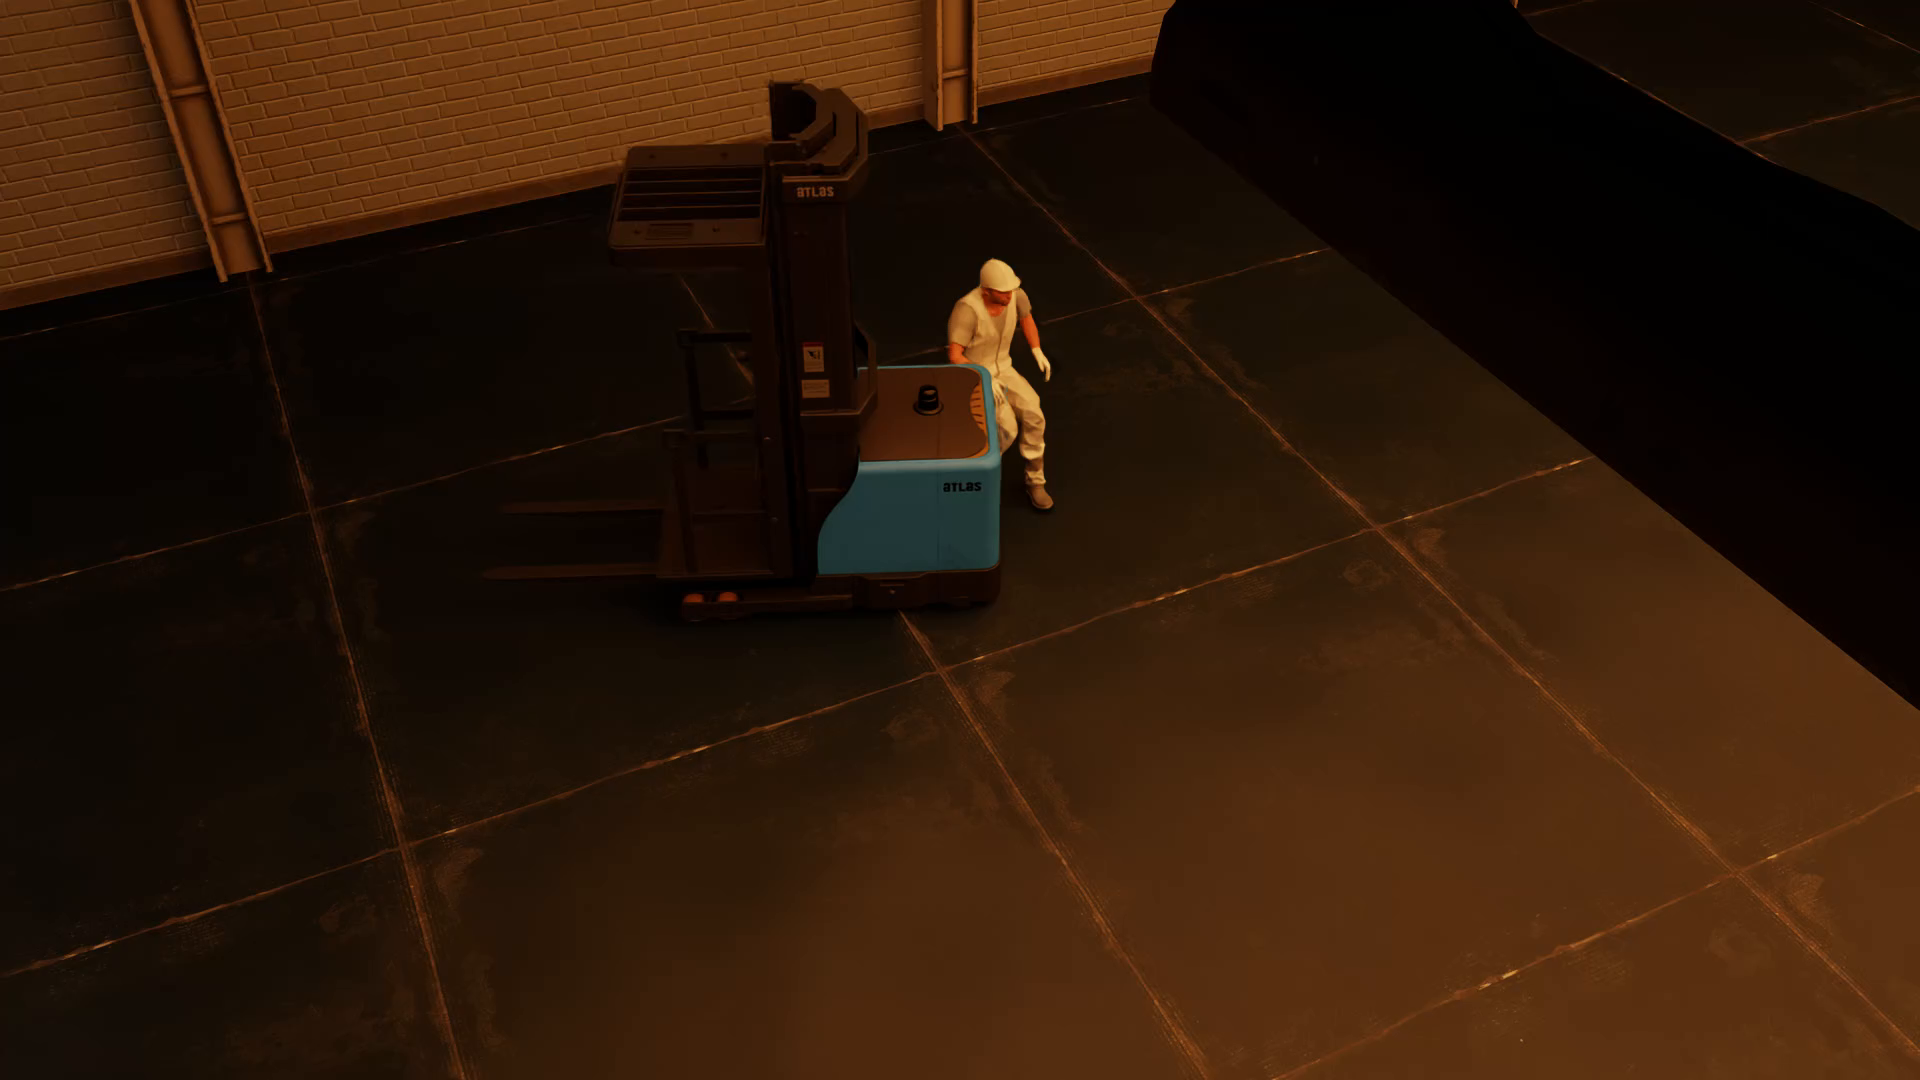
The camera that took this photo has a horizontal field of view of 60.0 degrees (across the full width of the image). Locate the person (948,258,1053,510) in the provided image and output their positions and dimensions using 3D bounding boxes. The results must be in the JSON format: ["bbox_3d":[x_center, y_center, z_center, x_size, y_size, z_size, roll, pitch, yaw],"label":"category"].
[{"bbox_3d":[0.333,-0.983,10.337,0.787,1.566,0.898,-32,49,-32],"label":"person"}]

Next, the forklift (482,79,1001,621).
[{"bbox_3d":[-1.295,-0.999,9.213,3.031,2.935,1.130,-2,40,-2],"label":"forklift"}]
